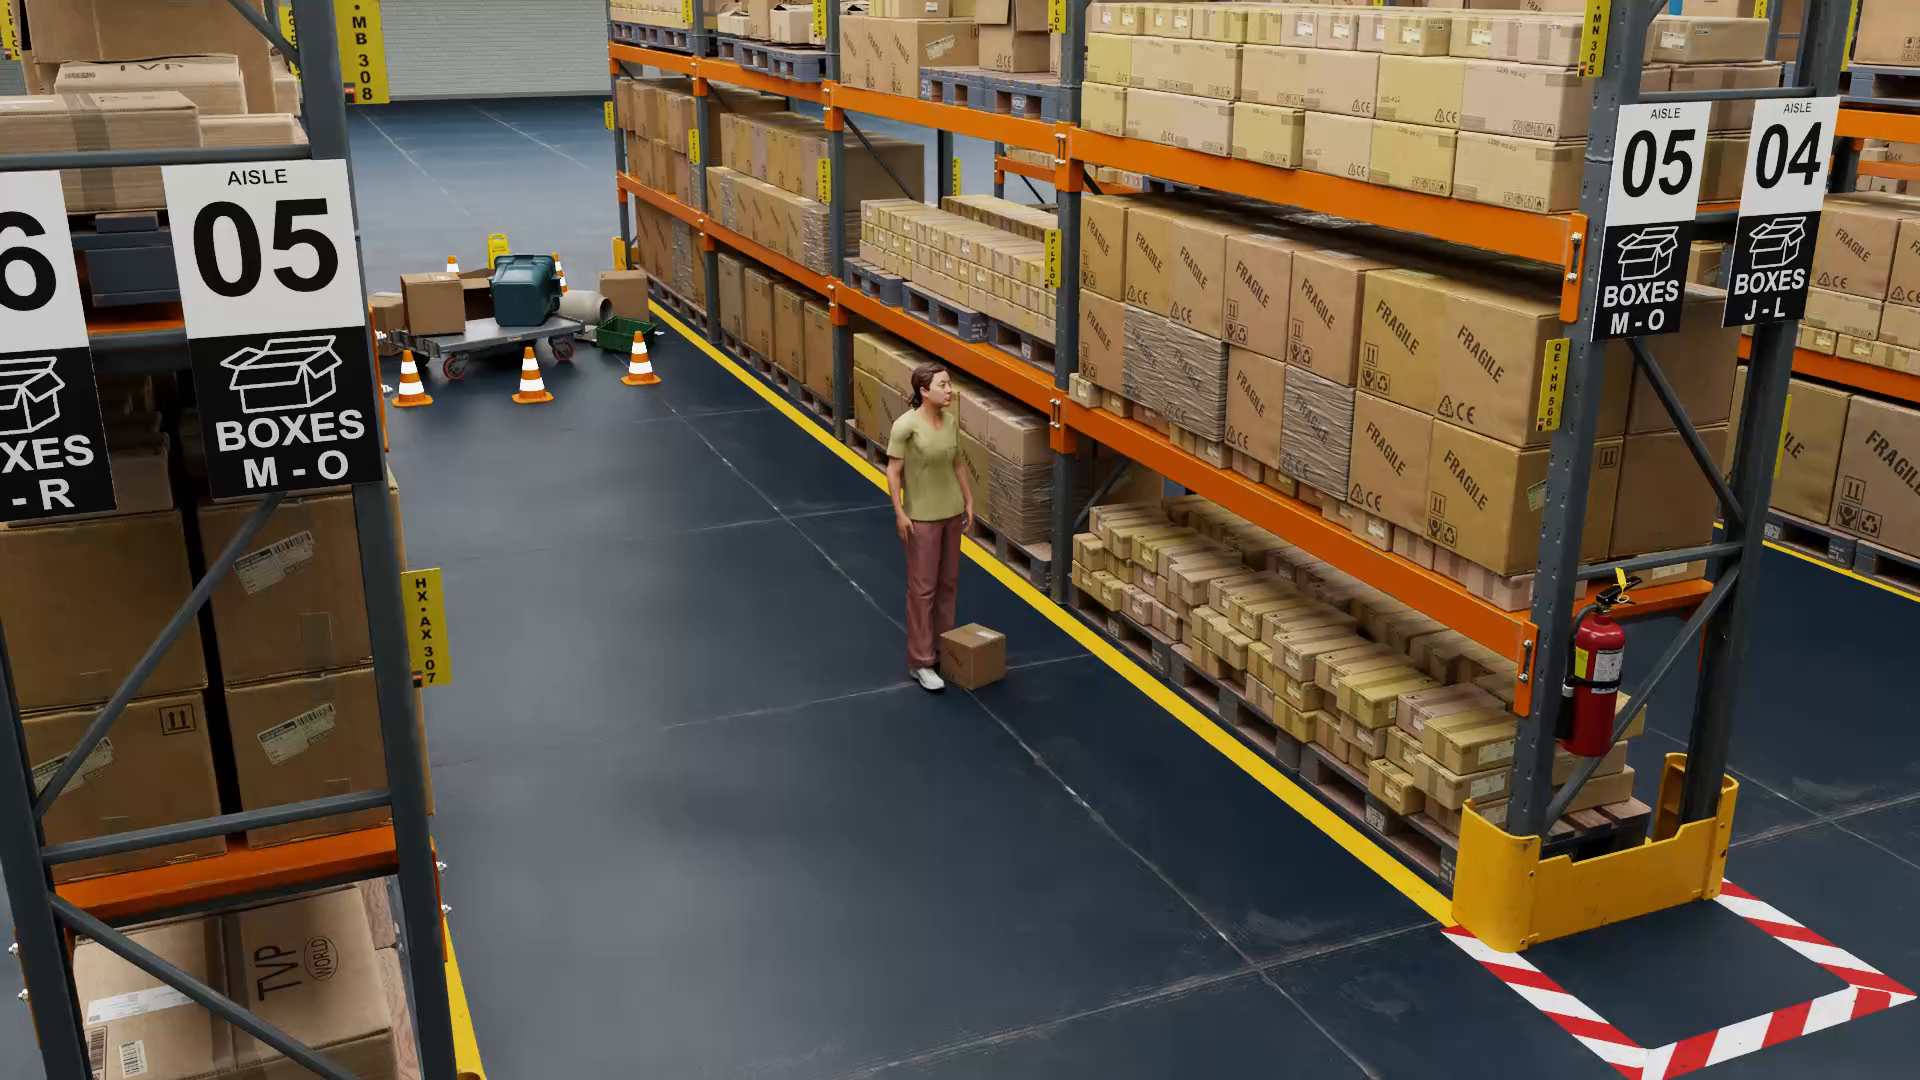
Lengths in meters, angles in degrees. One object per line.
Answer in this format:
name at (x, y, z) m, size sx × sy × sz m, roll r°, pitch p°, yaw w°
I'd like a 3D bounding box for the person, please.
person at (-0.102, -0.095, 8.838) m, size 0.552 × 1.659 × 0.548 m, roll -16°, pitch 25°, yaw -39°
